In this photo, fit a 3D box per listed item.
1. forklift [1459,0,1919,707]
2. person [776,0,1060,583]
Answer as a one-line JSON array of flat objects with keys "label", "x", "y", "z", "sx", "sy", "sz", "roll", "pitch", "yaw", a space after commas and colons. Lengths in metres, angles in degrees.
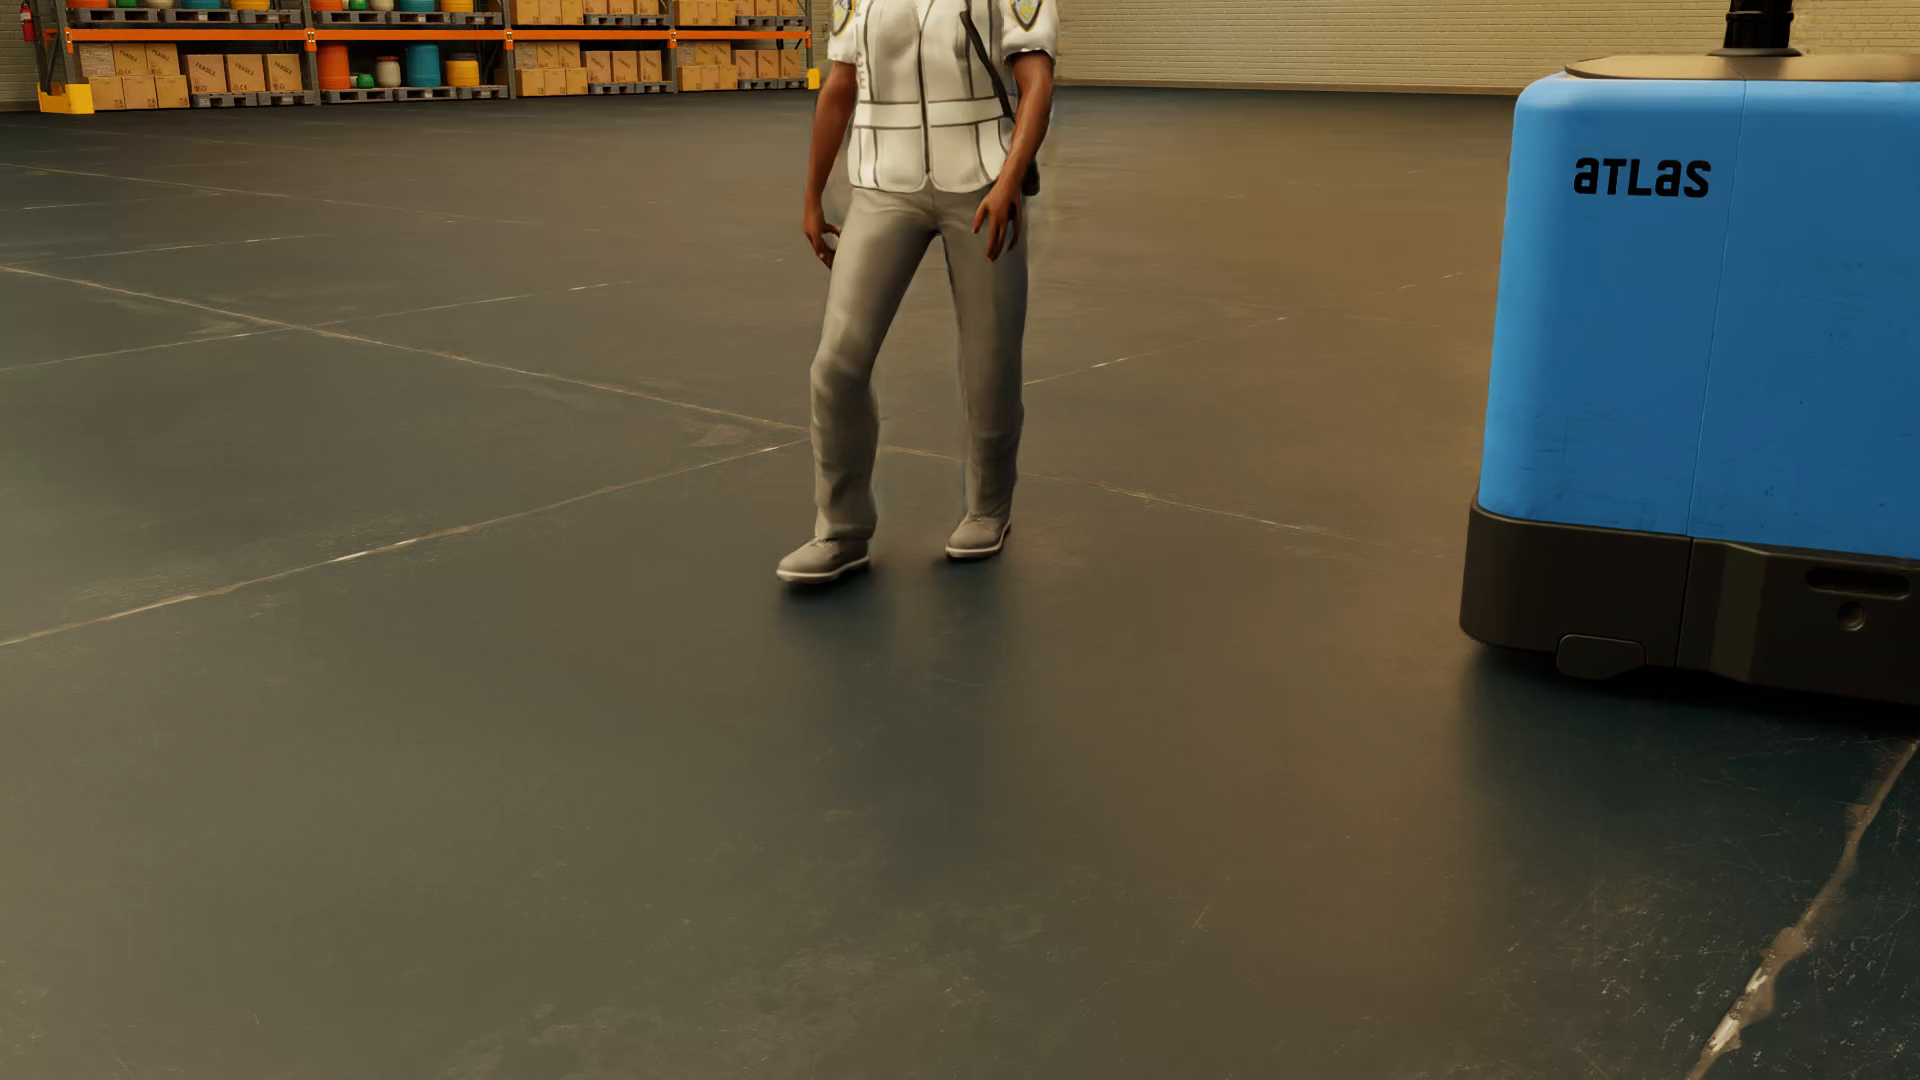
[{"label": "forklift", "x": 2.515, "y": -1.122, "z": 2.594, "sx": 3.031, "sy": 2.935, "sz": 1.130, "roll": 7, "pitch": 18, "yaw": 21}, {"label": "person", "x": -0.078, "y": -0.720, "z": 3.543, "sx": 0.568, "sy": 1.622, "sz": 0.611, "roll": 3, "pitch": 17, "yaw": 8}]
